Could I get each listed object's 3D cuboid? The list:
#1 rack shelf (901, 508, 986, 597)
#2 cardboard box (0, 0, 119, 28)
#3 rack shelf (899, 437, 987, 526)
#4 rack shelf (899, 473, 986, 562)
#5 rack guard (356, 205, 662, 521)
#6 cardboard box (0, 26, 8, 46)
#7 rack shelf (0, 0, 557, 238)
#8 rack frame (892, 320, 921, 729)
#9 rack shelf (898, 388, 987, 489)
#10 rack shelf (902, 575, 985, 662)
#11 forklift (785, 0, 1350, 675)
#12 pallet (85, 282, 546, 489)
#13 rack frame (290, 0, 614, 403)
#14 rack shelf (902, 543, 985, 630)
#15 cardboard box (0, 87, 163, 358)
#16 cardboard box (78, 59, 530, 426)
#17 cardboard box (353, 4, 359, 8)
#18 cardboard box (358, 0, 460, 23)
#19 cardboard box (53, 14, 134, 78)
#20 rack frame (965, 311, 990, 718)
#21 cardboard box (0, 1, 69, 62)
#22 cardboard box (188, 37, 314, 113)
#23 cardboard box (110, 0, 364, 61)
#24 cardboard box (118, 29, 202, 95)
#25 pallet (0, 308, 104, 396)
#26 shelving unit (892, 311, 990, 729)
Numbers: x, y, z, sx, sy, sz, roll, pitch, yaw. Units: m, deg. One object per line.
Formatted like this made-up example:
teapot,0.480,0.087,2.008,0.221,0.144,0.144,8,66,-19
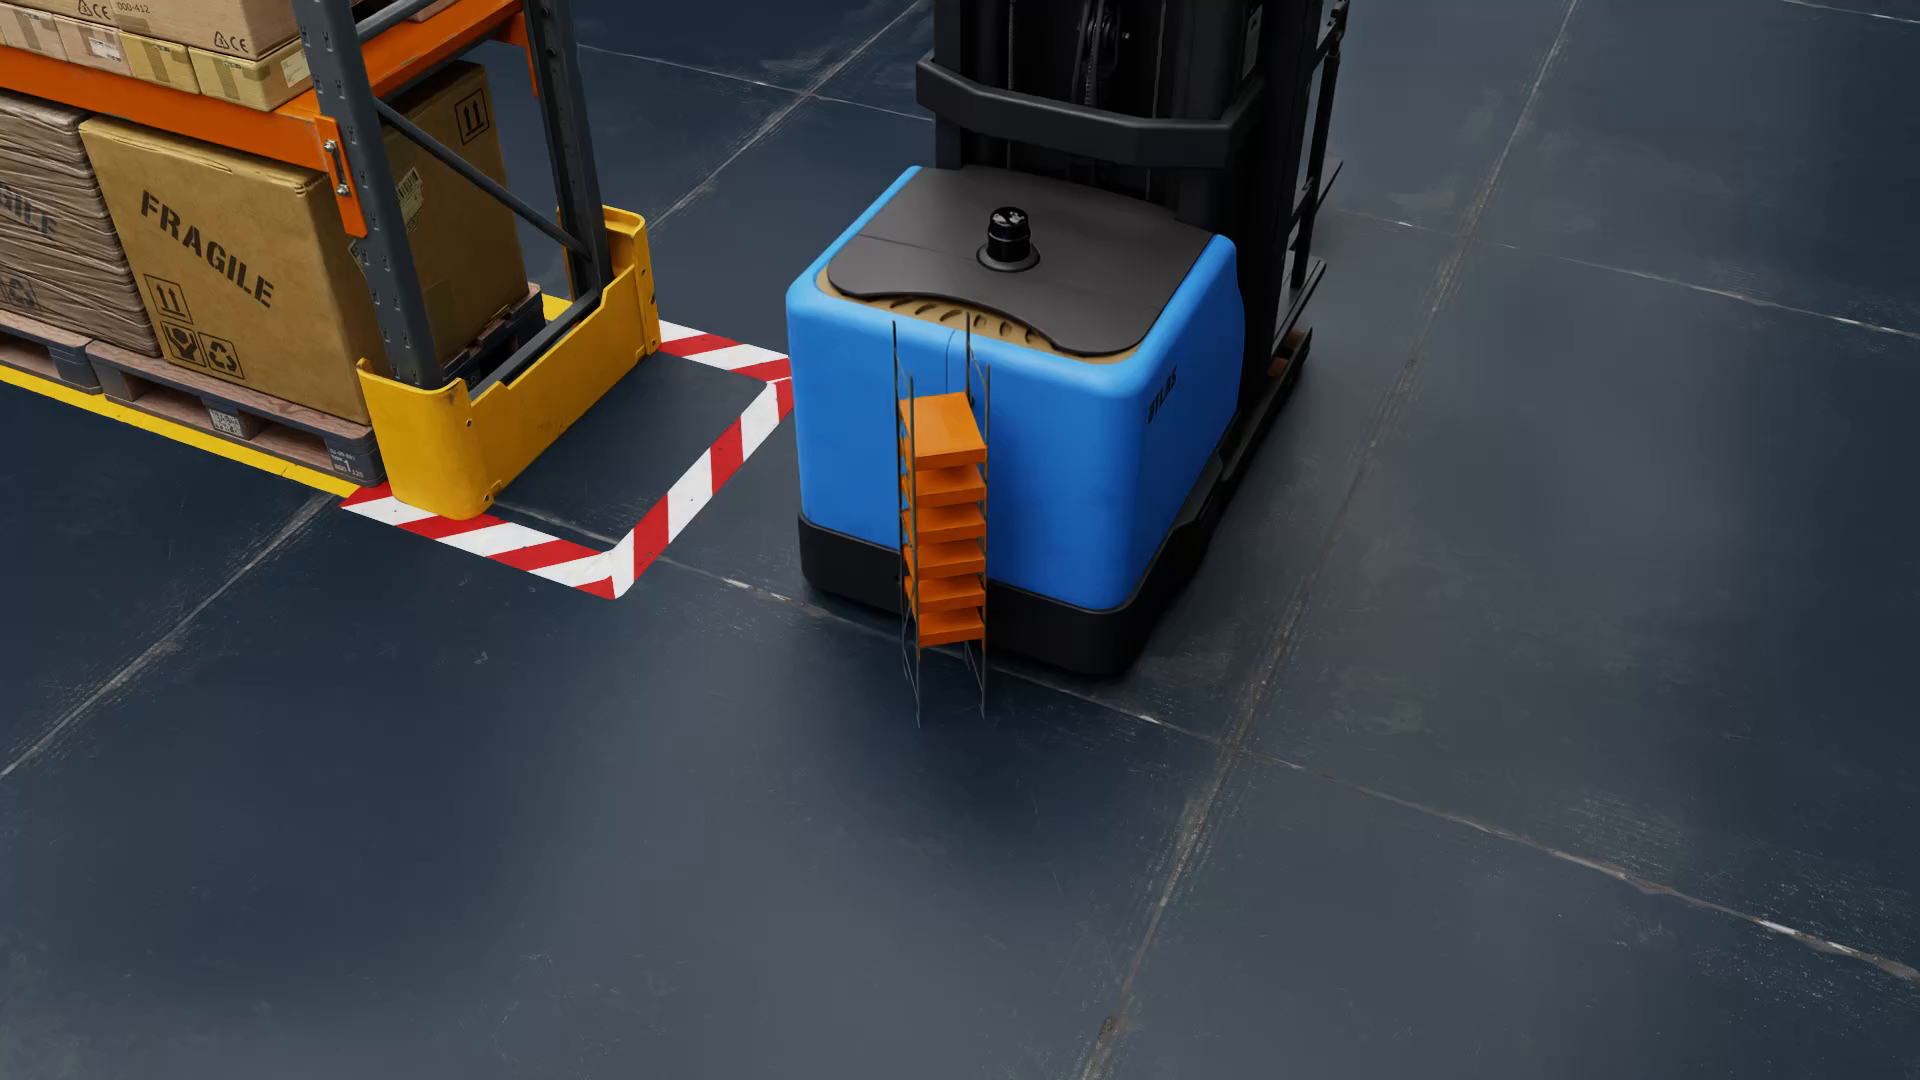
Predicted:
rack shelf,-0.047,0.017,4.382,0.180,0.103,0.258,-8,42,-9
cardboard box,-2.505,-1.756,4.873,0.500,0.250,0.500,16,43,18
rack shelf,-0.047,-0.164,4.225,0.180,0.103,0.258,-8,42,-9
rack shelf,-0.047,-0.074,4.303,0.180,0.103,0.258,-8,42,-9
rack guard,-1.472,-0.631,5.596,0.348,0.500,1.175,17,44,19
cardboard box,-2.882,-1.672,5.081,0.250,0.149,0.380,16,43,18
rack shelf,-3.307,-1.864,5.660,4.000,0.370,1.077,17,44,19
rack frame,-0.137,-0.004,4.338,0.006,1.200,0.240,-8,42,-9
rack shelf,-0.047,-0.255,4.146,0.180,0.103,0.258,-8,42,-9
rack shelf,-0.047,0.198,4.539,0.180,0.103,0.258,-8,42,-9
forklift,0.600,-1.692,4.964,1.130,2.935,3.031,17,44,19
pallet,-2.252,-0.703,5.901,1.213,0.211,1.003,17,44,19
rack frame,-1.494,-1.582,4.785,0.127,3.000,1.000,17,44,19
rack shelf,-0.047,0.108,4.461,0.180,0.103,0.258,-8,42,-9
cardboard box,-2.933,-1.320,5.784,0.875,0.875,0.875,17,44,19
cardboard box,-2.108,-1.068,5.493,0.875,0.875,0.875,17,44,19
cardboard box,-1.909,-1.852,5.288,0.250,0.149,0.380,16,44,18
cardboard box,-1.676,-1.782,5.207,0.250,0.149,0.380,17,44,19
cardboard box,-2.420,-1.532,4.919,0.250,0.149,0.380,17,44,19
rack frame,0.042,-0.029,4.368,0.006,1.200,0.240,-8,42,-9
cardboard box,-2.646,-1.602,5.000,0.250,0.149,0.380,18,44,19
cardboard box,-1.956,-1.391,4.756,0.250,0.149,0.380,18,44,19
cardboard box,-2.045,-1.615,4.710,0.500,0.250,0.500,16,44,18
cardboard box,-2.192,-1.462,4.838,0.250,0.149,0.380,17,44,19
pallet,-3.353,-1.042,6.291,1.213,0.211,1.003,17,44,19
shelving unit,-0.047,-0.017,4.353,0.189,1.200,0.258,-8,42,-9
